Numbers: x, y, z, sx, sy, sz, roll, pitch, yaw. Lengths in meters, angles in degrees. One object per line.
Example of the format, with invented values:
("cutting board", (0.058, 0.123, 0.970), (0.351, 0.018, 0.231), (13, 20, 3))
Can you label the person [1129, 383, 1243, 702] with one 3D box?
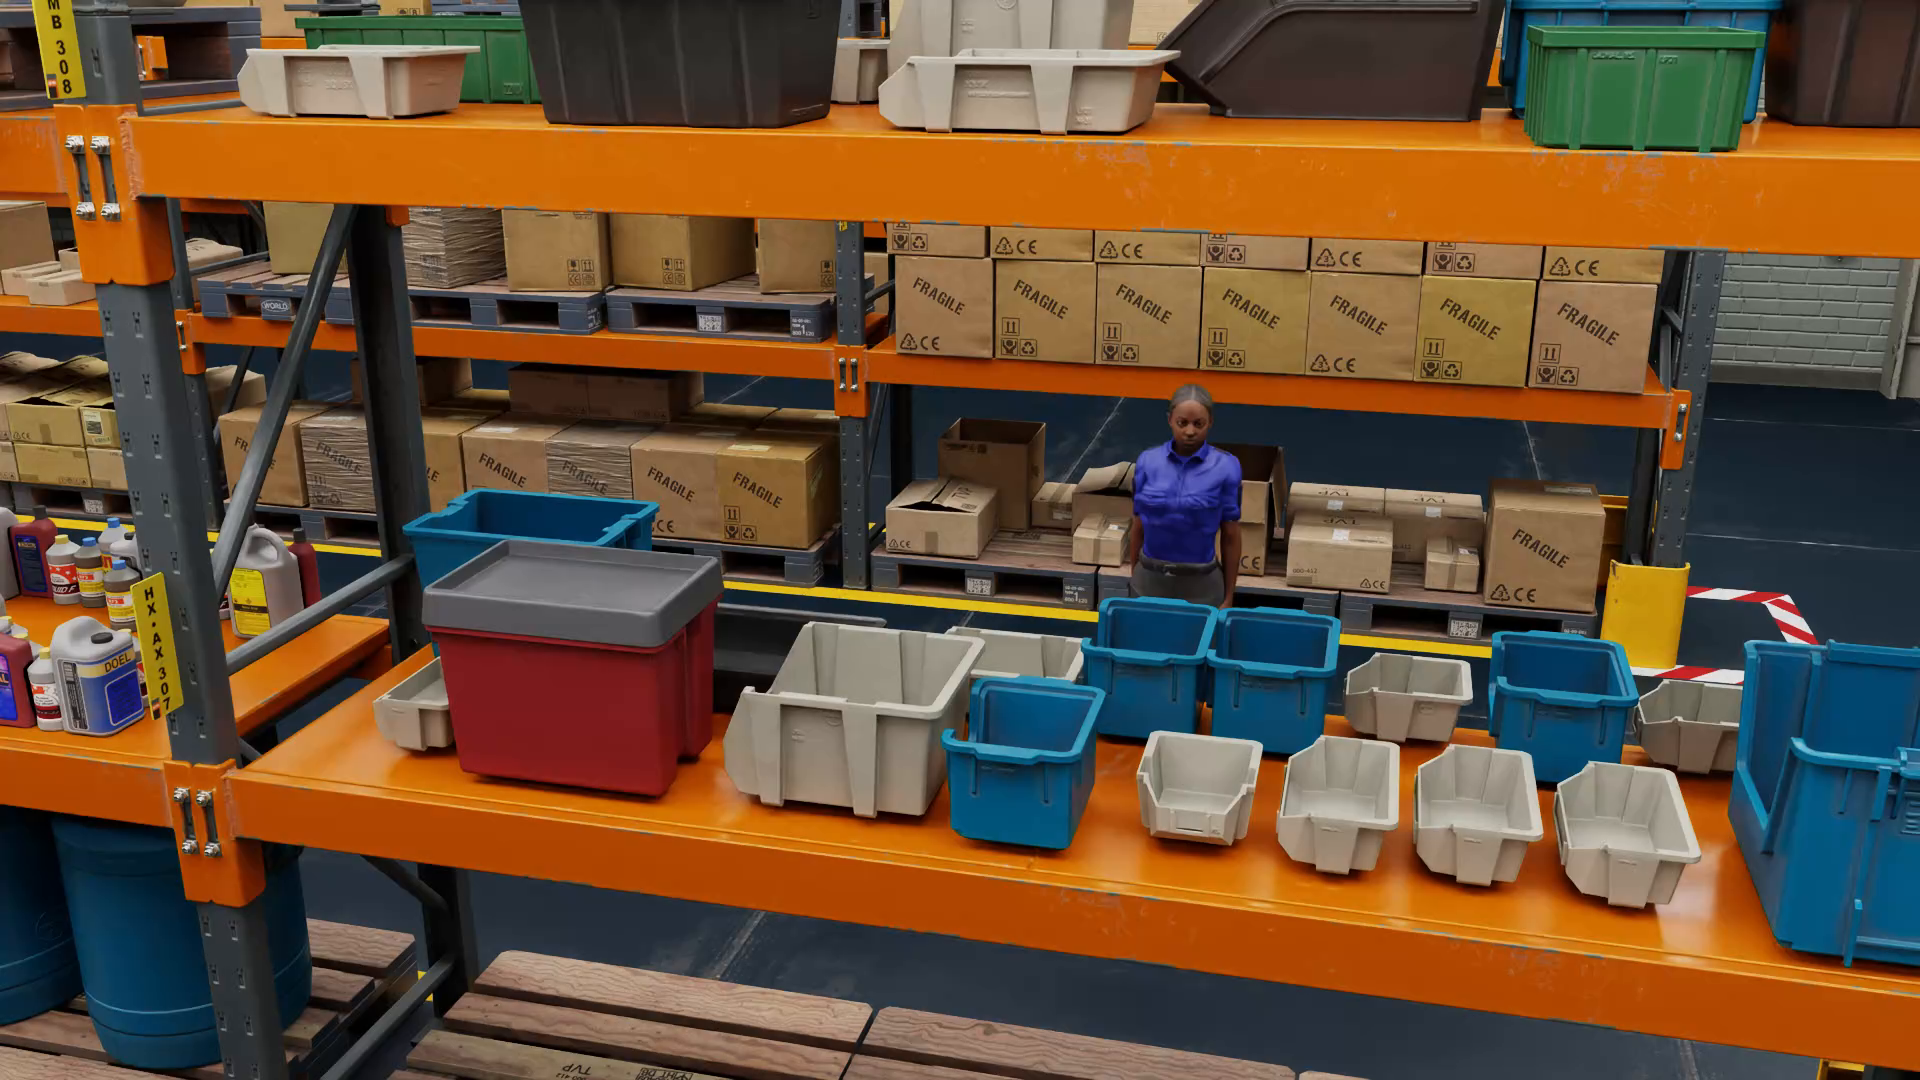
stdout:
("person", (0.863, 0.207, 6.464), (0.437, 1.663, 0.303), (5, 19, 15))
